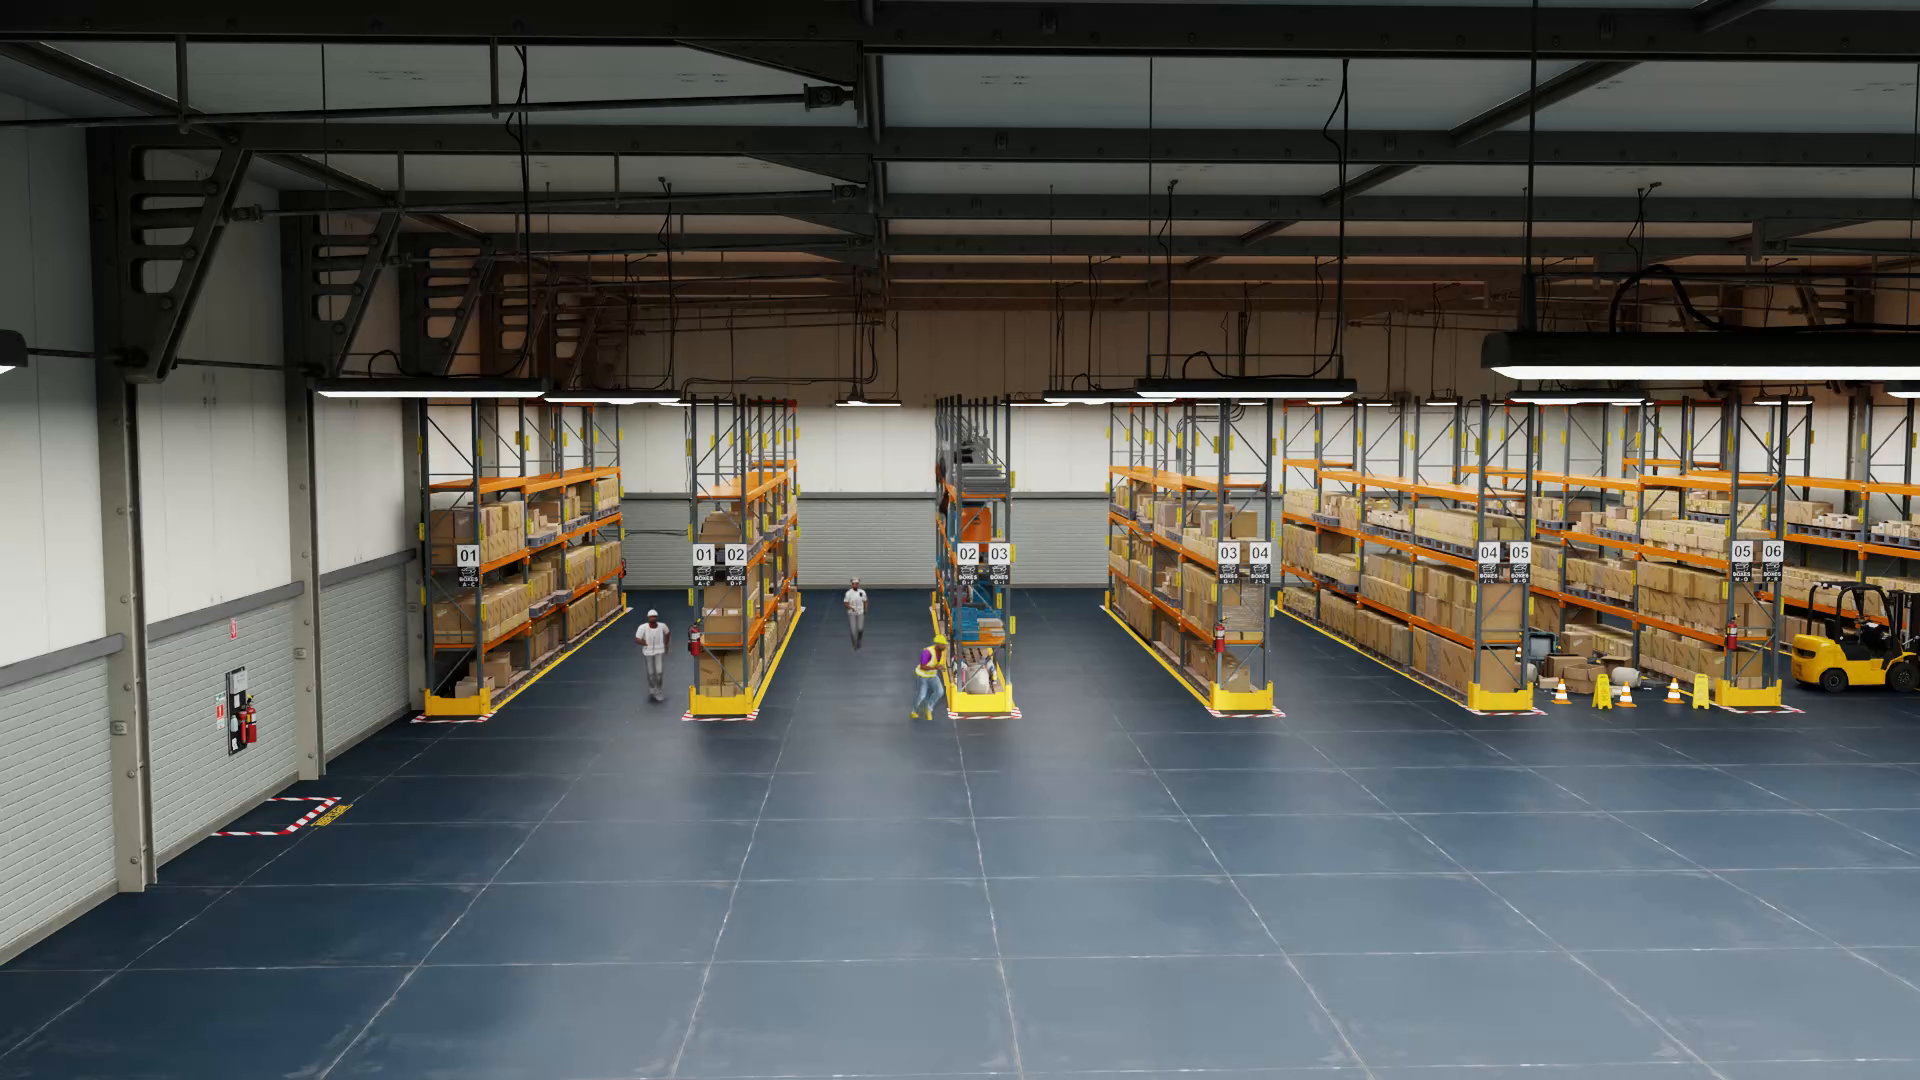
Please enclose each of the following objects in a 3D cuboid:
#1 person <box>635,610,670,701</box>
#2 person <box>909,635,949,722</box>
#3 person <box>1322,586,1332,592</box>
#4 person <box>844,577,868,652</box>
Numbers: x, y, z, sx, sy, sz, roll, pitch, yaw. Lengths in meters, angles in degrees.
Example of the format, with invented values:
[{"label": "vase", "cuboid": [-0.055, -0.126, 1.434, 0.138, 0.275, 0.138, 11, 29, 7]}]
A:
[{"label": "person", "cuboid": [-6.062, 2.277, 32.800, 0.675, 1.822, 0.757, -1, 5, -10]}, {"label": "person", "cuboid": [-0.555, 2.523, 30.492, 0.947, 1.630, 0.731, 4, 6, 42]}, {"label": "person", "cuboid": [10.982, 1.015, 49.035, 0.755, 1.645, 0.642, 0, 5, -3]}, {"label": "person", "cuboid": [-2.315, 1.673, 37.290, 0.569, 1.676, 0.515, -1, 5, -9]}]
